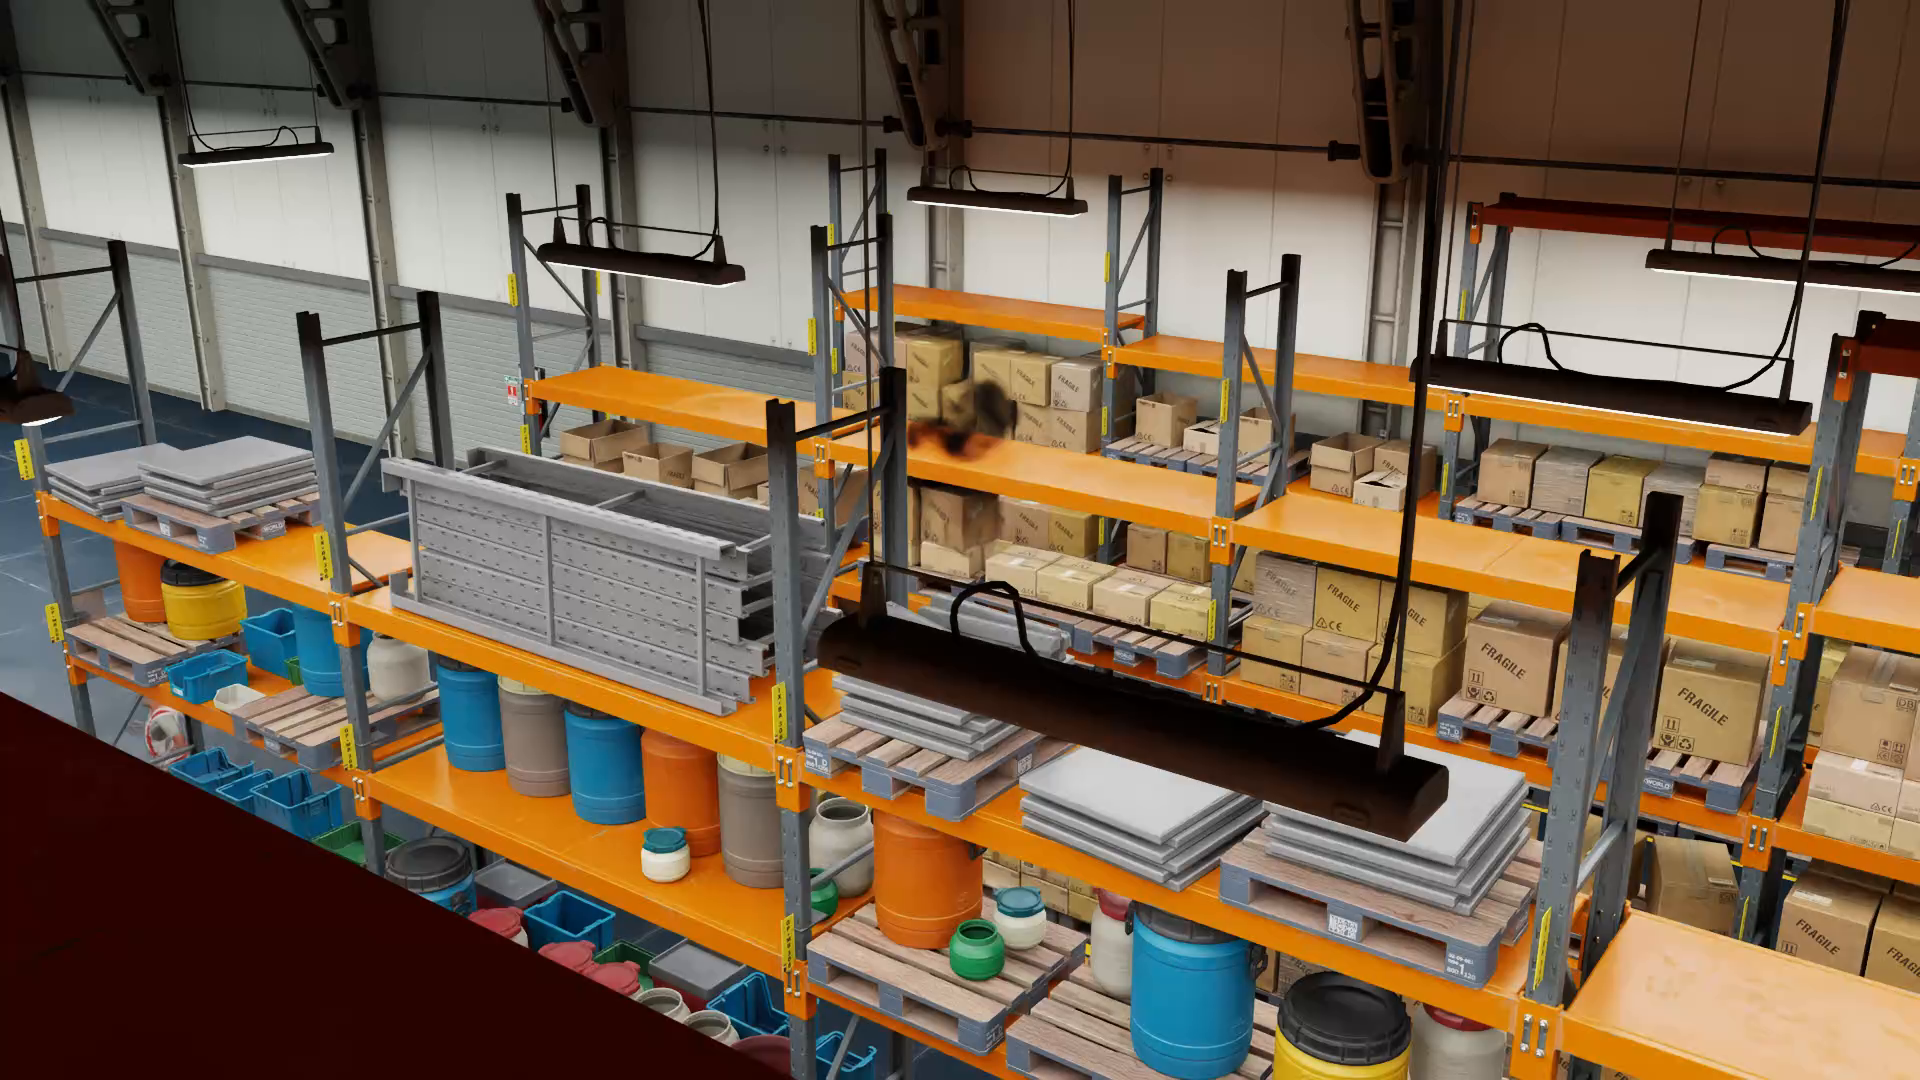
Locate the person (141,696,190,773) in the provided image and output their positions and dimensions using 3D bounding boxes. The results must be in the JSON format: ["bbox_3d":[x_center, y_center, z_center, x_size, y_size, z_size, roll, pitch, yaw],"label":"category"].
[{"bbox_3d":[-1.573,1.590,17.089,12.671,1.500,1.026,-3,19,-10],"label":"person"}]
